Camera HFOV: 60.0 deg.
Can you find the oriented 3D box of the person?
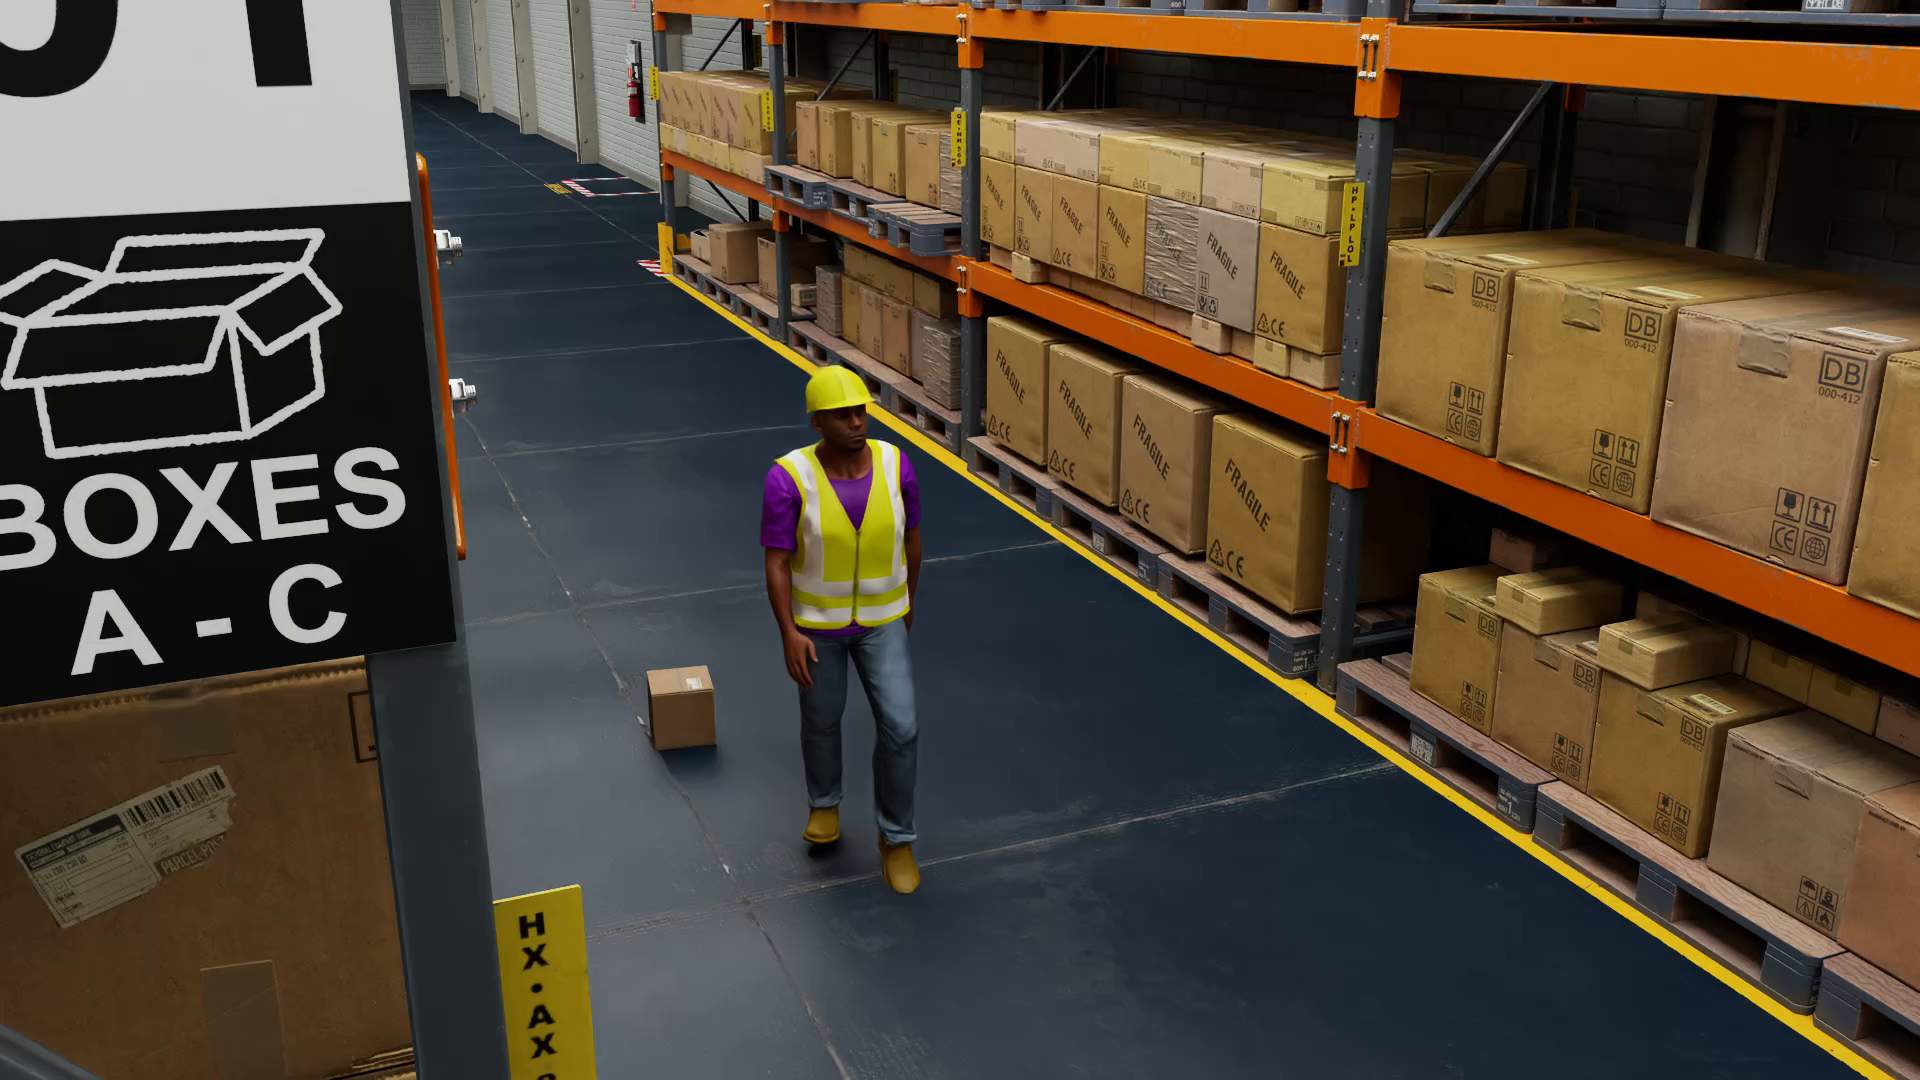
[{"bbox_3d":[-0.382,0.307,5.659,0.573,1.830,0.607,-5,19,-13],"label":"person"}]
